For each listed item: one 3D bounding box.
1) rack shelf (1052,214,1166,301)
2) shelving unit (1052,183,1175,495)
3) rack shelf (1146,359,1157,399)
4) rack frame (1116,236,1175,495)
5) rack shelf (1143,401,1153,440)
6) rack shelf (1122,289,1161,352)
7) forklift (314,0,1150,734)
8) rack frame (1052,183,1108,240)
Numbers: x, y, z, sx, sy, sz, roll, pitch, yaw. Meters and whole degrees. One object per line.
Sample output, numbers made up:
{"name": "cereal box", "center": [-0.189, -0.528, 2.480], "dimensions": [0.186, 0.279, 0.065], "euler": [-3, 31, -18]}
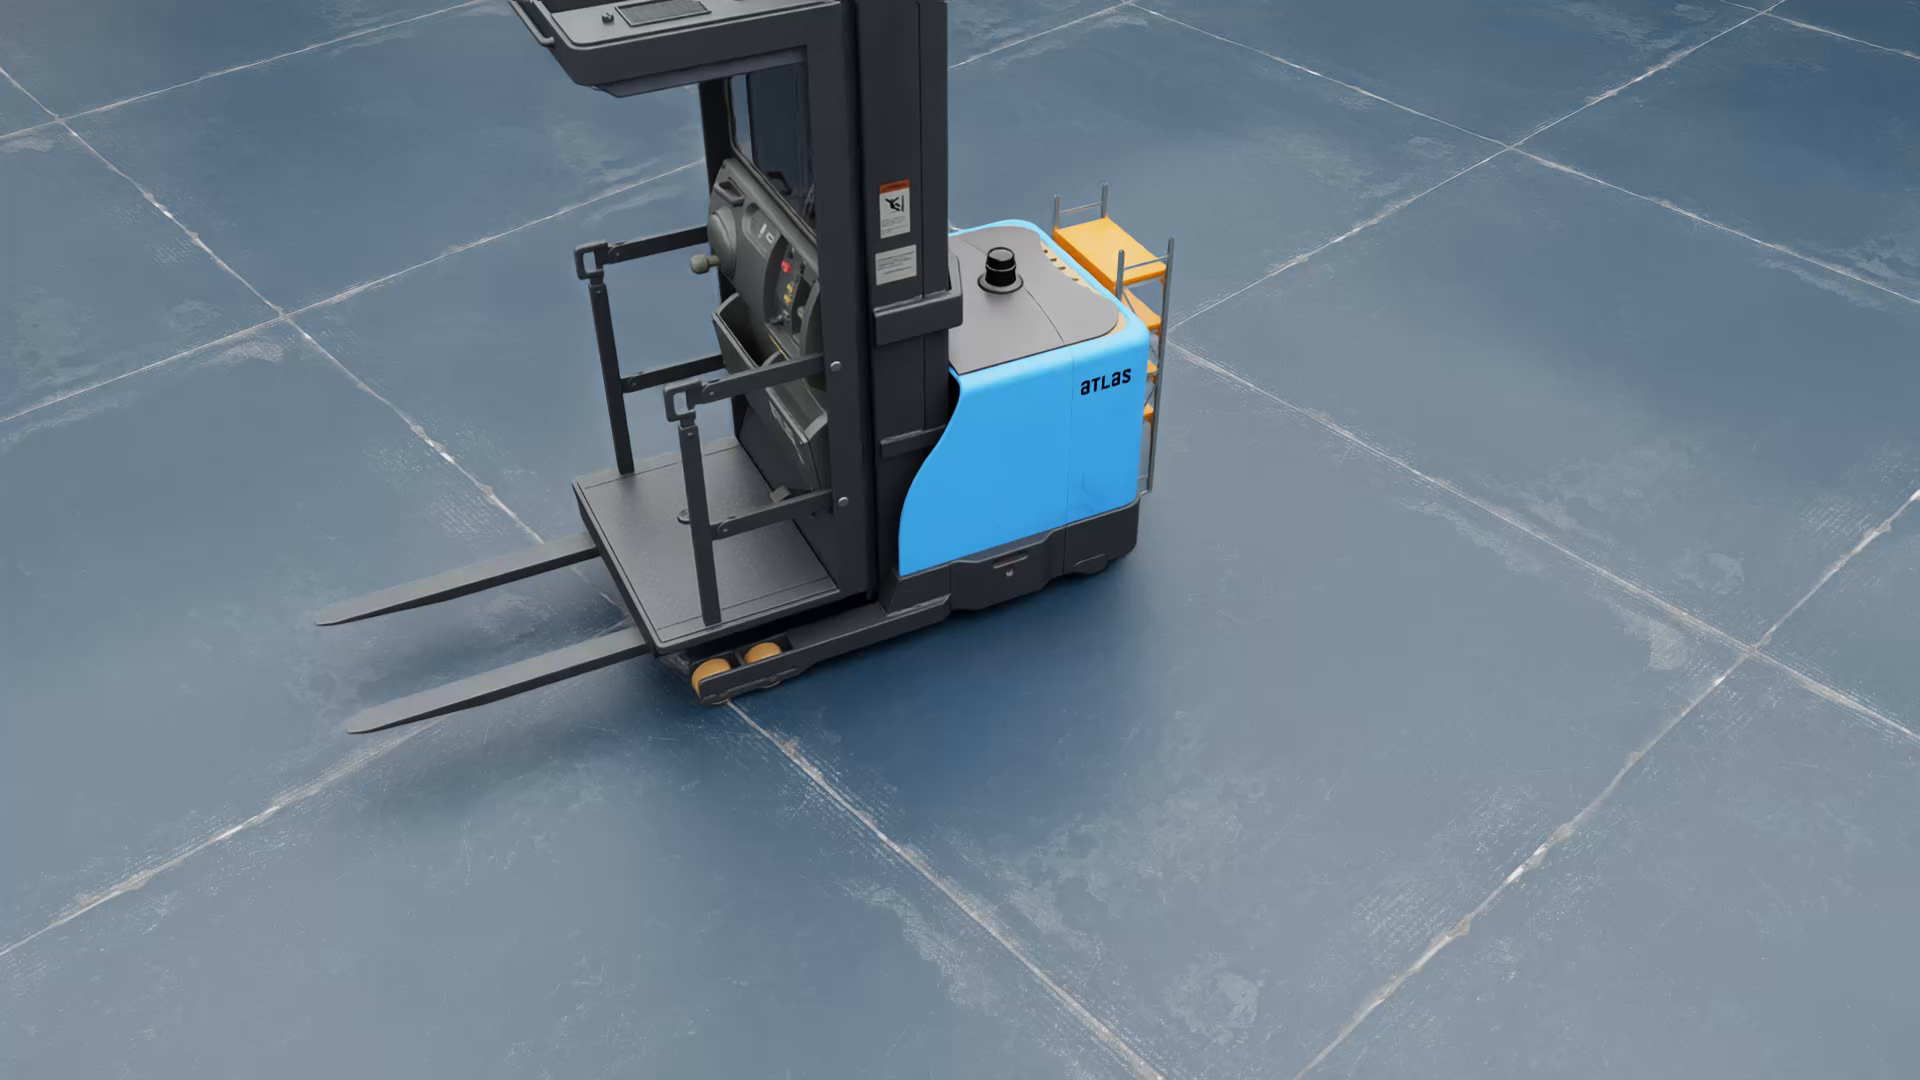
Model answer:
{"name": "rack shelf", "center": [0.588, -1.082, 6.510], "dimensions": [0.258, 0.148, 0.480], "euler": [-18, 42, -21]}
{"name": "shelving unit", "center": [0.588, -0.777, 6.757], "dimensions": [0.258, 1.200, 0.503], "euler": [-18, 42, -21]}
{"name": "rack shelf", "center": [0.588, -0.724, 6.799], "dimensions": [0.258, 0.148, 0.480], "euler": [-18, 42, -21]}
{"name": "rack frame", "center": [0.698, -0.640, 6.587], "dimensions": [0.240, 1.200, 0.015], "euler": [-18, 42, -21]}
{"name": "rack shelf", "center": [0.588, -0.570, 6.924], "dimensions": [0.258, 0.148, 0.480], "euler": [-18, 42, -21]}
{"name": "rack shelf", "center": [0.588, -0.898, 6.658], "dimensions": [0.258, 0.148, 0.480], "euler": [-18, 42, -21]}
{"name": "forklift", "center": [-0.850, -0.926, 5.564], "dimensions": [3.031, 2.935, 1.130], "euler": [-17, 42, -20]}
{"name": "rack frame", "center": [0.478, -0.913, 6.926], "dimensions": [0.240, 1.200, 0.015], "euler": [-18, 42, -21]}
